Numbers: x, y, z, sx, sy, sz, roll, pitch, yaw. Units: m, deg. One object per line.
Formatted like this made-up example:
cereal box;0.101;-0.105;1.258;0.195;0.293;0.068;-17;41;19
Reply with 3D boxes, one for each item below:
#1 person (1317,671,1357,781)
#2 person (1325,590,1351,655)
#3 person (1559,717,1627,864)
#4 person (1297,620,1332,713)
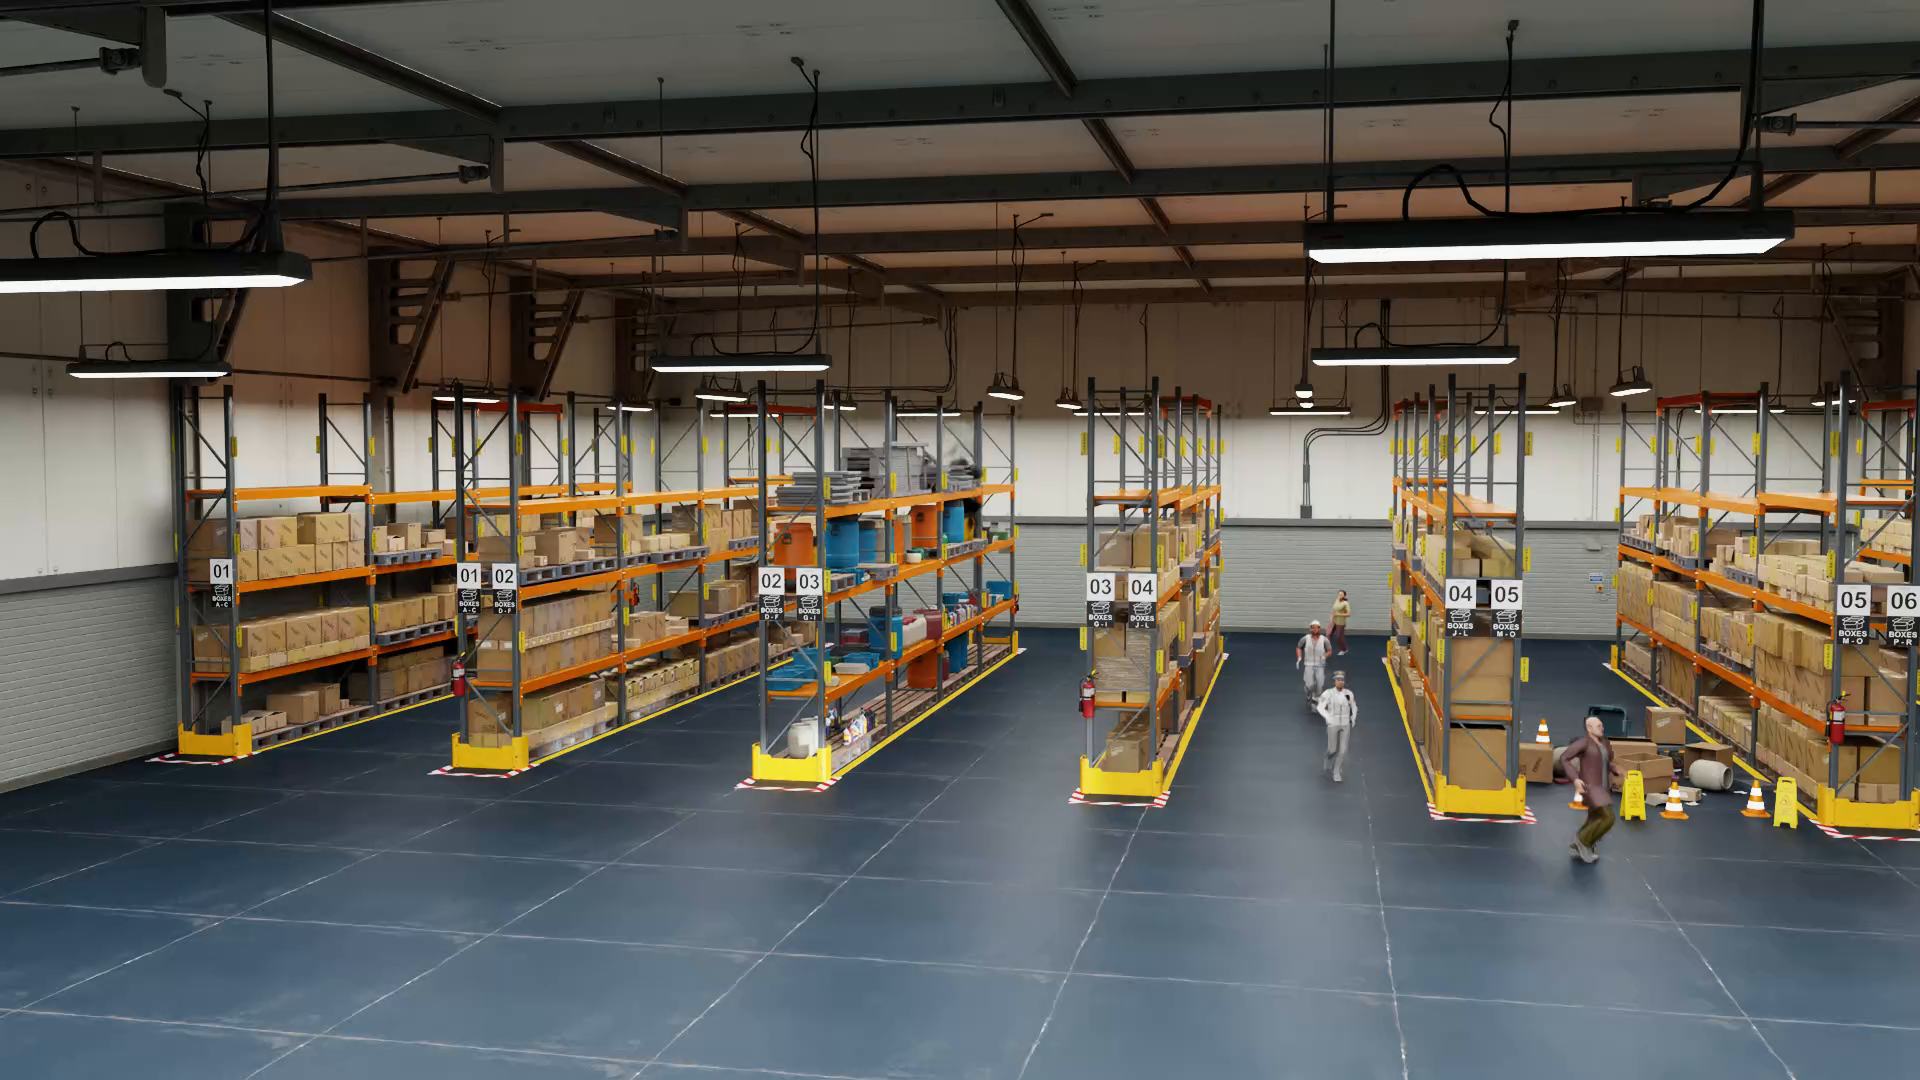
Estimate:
person;5.684;2.777;25.011;0.609;1.648;0.547;0;3;-1
person;8.917;1.966;39.189;0.904;1.620;0.682;-3;4;-39
person;7.625;3.044;19.928;0.689;1.665;0.722;-3;4;-40
person;6.649;2.384;31.202;0.657;1.741;0.578;1;3;11
